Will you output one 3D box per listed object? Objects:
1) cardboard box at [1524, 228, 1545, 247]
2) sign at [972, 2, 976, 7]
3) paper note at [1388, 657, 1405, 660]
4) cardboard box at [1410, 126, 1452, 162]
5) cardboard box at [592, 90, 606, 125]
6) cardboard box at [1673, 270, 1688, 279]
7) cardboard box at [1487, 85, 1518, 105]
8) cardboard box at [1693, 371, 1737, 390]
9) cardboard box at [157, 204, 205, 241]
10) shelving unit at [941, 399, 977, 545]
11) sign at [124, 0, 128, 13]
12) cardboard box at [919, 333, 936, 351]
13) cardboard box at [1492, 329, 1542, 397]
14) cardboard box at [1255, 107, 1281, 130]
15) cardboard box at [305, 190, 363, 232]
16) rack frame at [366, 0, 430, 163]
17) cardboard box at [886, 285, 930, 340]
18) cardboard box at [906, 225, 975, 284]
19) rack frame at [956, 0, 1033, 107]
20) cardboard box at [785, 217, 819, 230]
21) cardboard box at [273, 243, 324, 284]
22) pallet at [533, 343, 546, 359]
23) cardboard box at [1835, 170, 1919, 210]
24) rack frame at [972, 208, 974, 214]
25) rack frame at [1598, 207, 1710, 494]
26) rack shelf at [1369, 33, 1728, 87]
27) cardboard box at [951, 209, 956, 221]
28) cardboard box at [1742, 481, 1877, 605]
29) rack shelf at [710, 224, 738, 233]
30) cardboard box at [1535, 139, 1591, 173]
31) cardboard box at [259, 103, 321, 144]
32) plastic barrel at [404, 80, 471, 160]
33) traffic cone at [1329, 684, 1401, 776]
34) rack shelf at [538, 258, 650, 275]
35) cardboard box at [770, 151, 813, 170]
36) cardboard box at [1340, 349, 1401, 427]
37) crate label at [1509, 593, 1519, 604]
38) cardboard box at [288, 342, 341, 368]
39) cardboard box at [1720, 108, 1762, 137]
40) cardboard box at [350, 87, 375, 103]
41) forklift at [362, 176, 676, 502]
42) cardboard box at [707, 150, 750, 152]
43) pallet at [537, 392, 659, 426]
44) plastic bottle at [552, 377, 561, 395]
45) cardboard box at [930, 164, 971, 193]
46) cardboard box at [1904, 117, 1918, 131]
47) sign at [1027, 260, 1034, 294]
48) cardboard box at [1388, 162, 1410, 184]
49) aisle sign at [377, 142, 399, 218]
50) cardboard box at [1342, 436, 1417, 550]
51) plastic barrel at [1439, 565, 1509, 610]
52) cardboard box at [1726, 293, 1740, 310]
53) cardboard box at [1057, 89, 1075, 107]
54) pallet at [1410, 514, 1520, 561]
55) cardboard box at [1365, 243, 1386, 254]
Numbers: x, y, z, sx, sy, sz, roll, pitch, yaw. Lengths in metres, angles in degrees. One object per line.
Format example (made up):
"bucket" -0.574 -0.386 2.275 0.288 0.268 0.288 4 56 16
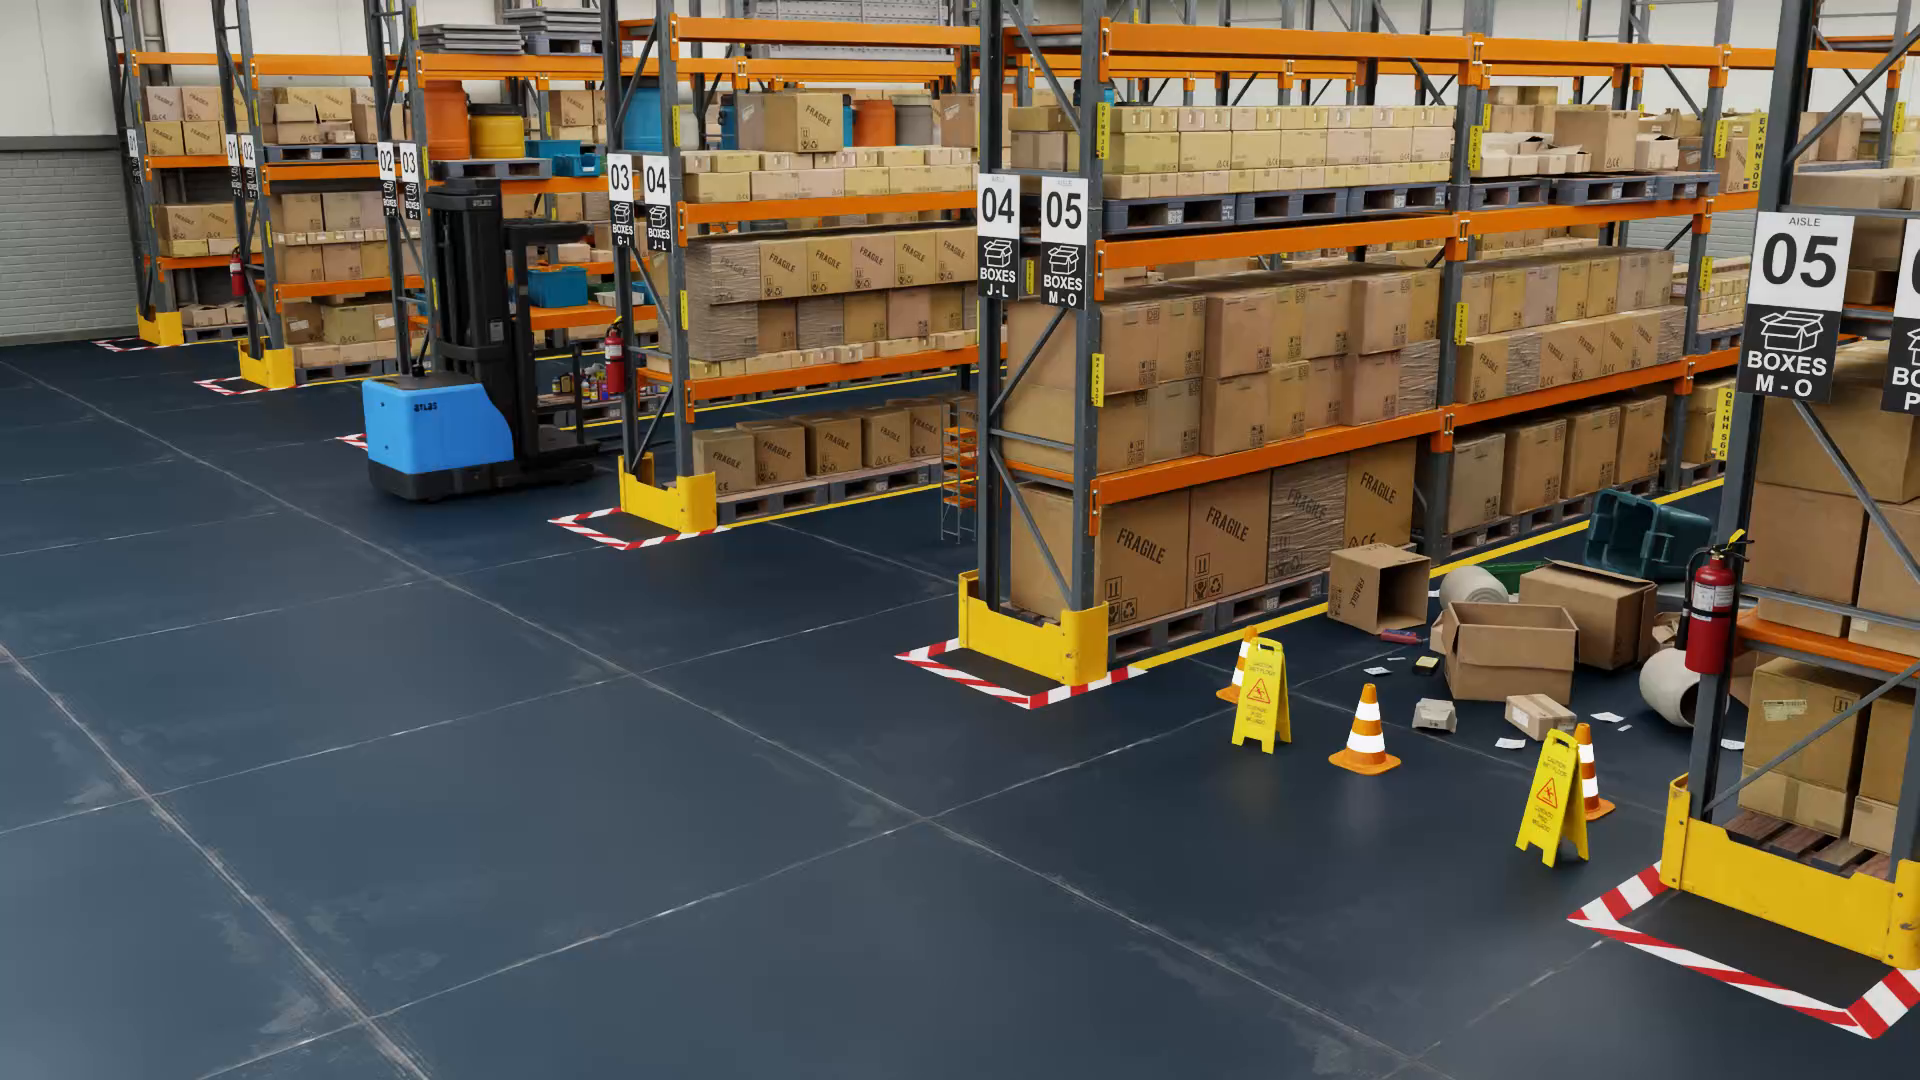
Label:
"cardboard box" 7.664 -4.297 22.786 0.500 0.500 0.500 -13 20 -41
"sign" 0.237 -8.910 28.051 0.005 0.325 0.100 -13 19 -39
"paper note" 2.948 0.802 11.228 0.123 0.001 0.032 -3 15 -11
"cardboard box" 3.310 -2.962 12.419 0.500 0.250 0.500 -13 20 -40
"cardboard box" -5.261 -6.375 24.515 0.500 0.500 0.500 -10 18 -34
"cardboard box" 7.187 -2.675 16.971 0.250 0.149 0.380 -12 19 -38
"cardboard box" 7.082 -5.930 22.172 0.500 0.250 0.500 -14 21 -43
"cardboard box" 7.592 -1.514 16.683 0.500 0.250 0.500 -13 20 -40
"cardboard box" -11.881 -4.843 25.368 0.500 0.500 0.500 -13 19 -39
"shelving unit" -0.011 -0.577 14.086 0.189 1.200 0.258 -13 19 -39
"sign" -12.083 -7.804 24.064 0.005 0.325 0.100 -13 19 -39
"cardboard box" -0.449 -1.939 16.184 0.250 0.149 0.380 -13 19 -39
"cardboard box" 4.467 -1.494 13.837 0.500 0.500 0.500 -12 19 -39
"cardboard box" 1.916 -2.820 11.115 0.250 0.149 0.380 -13 20 -40
"cardboard box" -8.390 -4.408 22.234 0.500 0.500 0.700 -13 20 -41
"rack frame" -5.935 -5.491 17.370 0.127 3.000 1.000 -13 19 -39
"cardboard box" -0.758 -2.252 16.097 0.500 0.500 0.875 -13 19 -39
"cardboard box" -0.202 -2.766 16.087 0.500 0.500 0.500 -13 19 -39
"rack frame" 0.334 -5.204 16.297 0.127 3.000 1.000 -13 19 -39
"cardboard box" -2.748 -5.293 27.245 0.700 0.500 0.500 8 17 28
"cardboard box" -8.823 -3.683 22.030 0.500 0.500 0.700 -13 19 -39
"pallet" -6.794 -2.762 24.179 1.213 0.211 1.003 -13 19 -39
"cardboard box" 4.102 -1.563 7.419 0.250 0.149 0.380 -12 19 -38
"rack frame" -0.131 -5.591 29.367 0.127 3.000 1.000 -13 19 -39
"rack frame" 6.531 -2.001 15.929 0.127 3.000 1.000 -13 19 -39
"rack shelf" 5.022 -4.020 14.031 4.000 0.370 1.077 -13 19 -39
"cardboard box" 0.077 -5.773 29.858 0.500 0.500 0.500 -12 19 -38
"cardboard box" 4.050 -0.037 7.805 0.500 0.500 0.500 -13 20 -40
"rack shelf" -4.895 -5.868 31.799 4.000 0.370 1.077 -13 19 -39
"cardboard box" 5.064 -3.235 13.987 0.258 0.266 0.396 -13 19 -39
"cardboard box" -8.748 -5.424 21.645 0.637 0.503 0.797 -11 18 -36
"plastic barrel" -5.652 -4.559 18.048 0.708 0.830 0.600 -13 19 -39
"traffic cone" 2.314 1.044 9.445 0.334 0.463 0.336 -13 19 -39
"rack shelf" -4.658 -4.227 25.655 4.000 0.370 1.077 -13 19 -39
"cardboard box" -1.518 -3.364 14.737 0.250 0.149 0.380 -13 20 -40
"cardboard box" 2.843 -1.233 12.765 0.550 0.550 0.875 -13 19 -39
"crate label" 4.061 0.485 12.169 0.298 0.136 0.250 2 15 9
"cardboard box" -8.633 -2.480 22.235 0.500 0.250 0.500 -13 19 -39
"cardboard box" 7.406 -3.971 15.813 0.258 0.266 0.396 -13 19 -39
"cardboard box" -9.621 -7.052 26.854 0.500 0.500 0.500 14 20 42
"forklift" -4.259 -2.064 16.299 3.031 2.935 1.130 -12 19 -39
"cardboard box" -2.098 -3.442 15.028 0.250 0.149 0.380 -13 19 -39
"pallet" -4.373 -1.610 19.867 1.213 0.211 1.003 -13 19 -39
"plastic bottle" -4.838 -1.850 19.933 0.097 0.201 0.097 0 15 0
"cardboard box" -0.240 -3.468 15.900 0.500 0.250 0.500 -12 19 -38
"cardboard box" 10.306 -4.585 18.338 0.250 0.149 0.380 -13 20 -40
"sign" 0.696 -2.620 16.569 0.005 0.325 0.100 -13 19 -39
"cardboard box" 3.064 -2.692 12.181 0.250 0.149 0.380 -12 19 -39
"aisle sign" -6.185 -3.894 17.979 0.004 0.787 0.394 -13 19 -39
"cardboard box" 2.993 -0.407 13.264 0.875 0.875 0.875 -12 19 -39
"plastic barrel" 3.664 0.412 11.887 0.421 0.421 0.512 0 15 -1
"cardboard box" 7.430 -2.361 16.374 0.250 0.149 0.380 -13 20 -41
"cardboard box" 1.770 -7.985 30.386 0.500 0.500 0.700 -13 19 -39
"pallet" 4.046 -0.122 14.296 1.213 0.211 1.003 -13 19 -39
"cardboard box" 4.908 -3.862 20.759 0.637 0.503 0.797 -12 19 -38
